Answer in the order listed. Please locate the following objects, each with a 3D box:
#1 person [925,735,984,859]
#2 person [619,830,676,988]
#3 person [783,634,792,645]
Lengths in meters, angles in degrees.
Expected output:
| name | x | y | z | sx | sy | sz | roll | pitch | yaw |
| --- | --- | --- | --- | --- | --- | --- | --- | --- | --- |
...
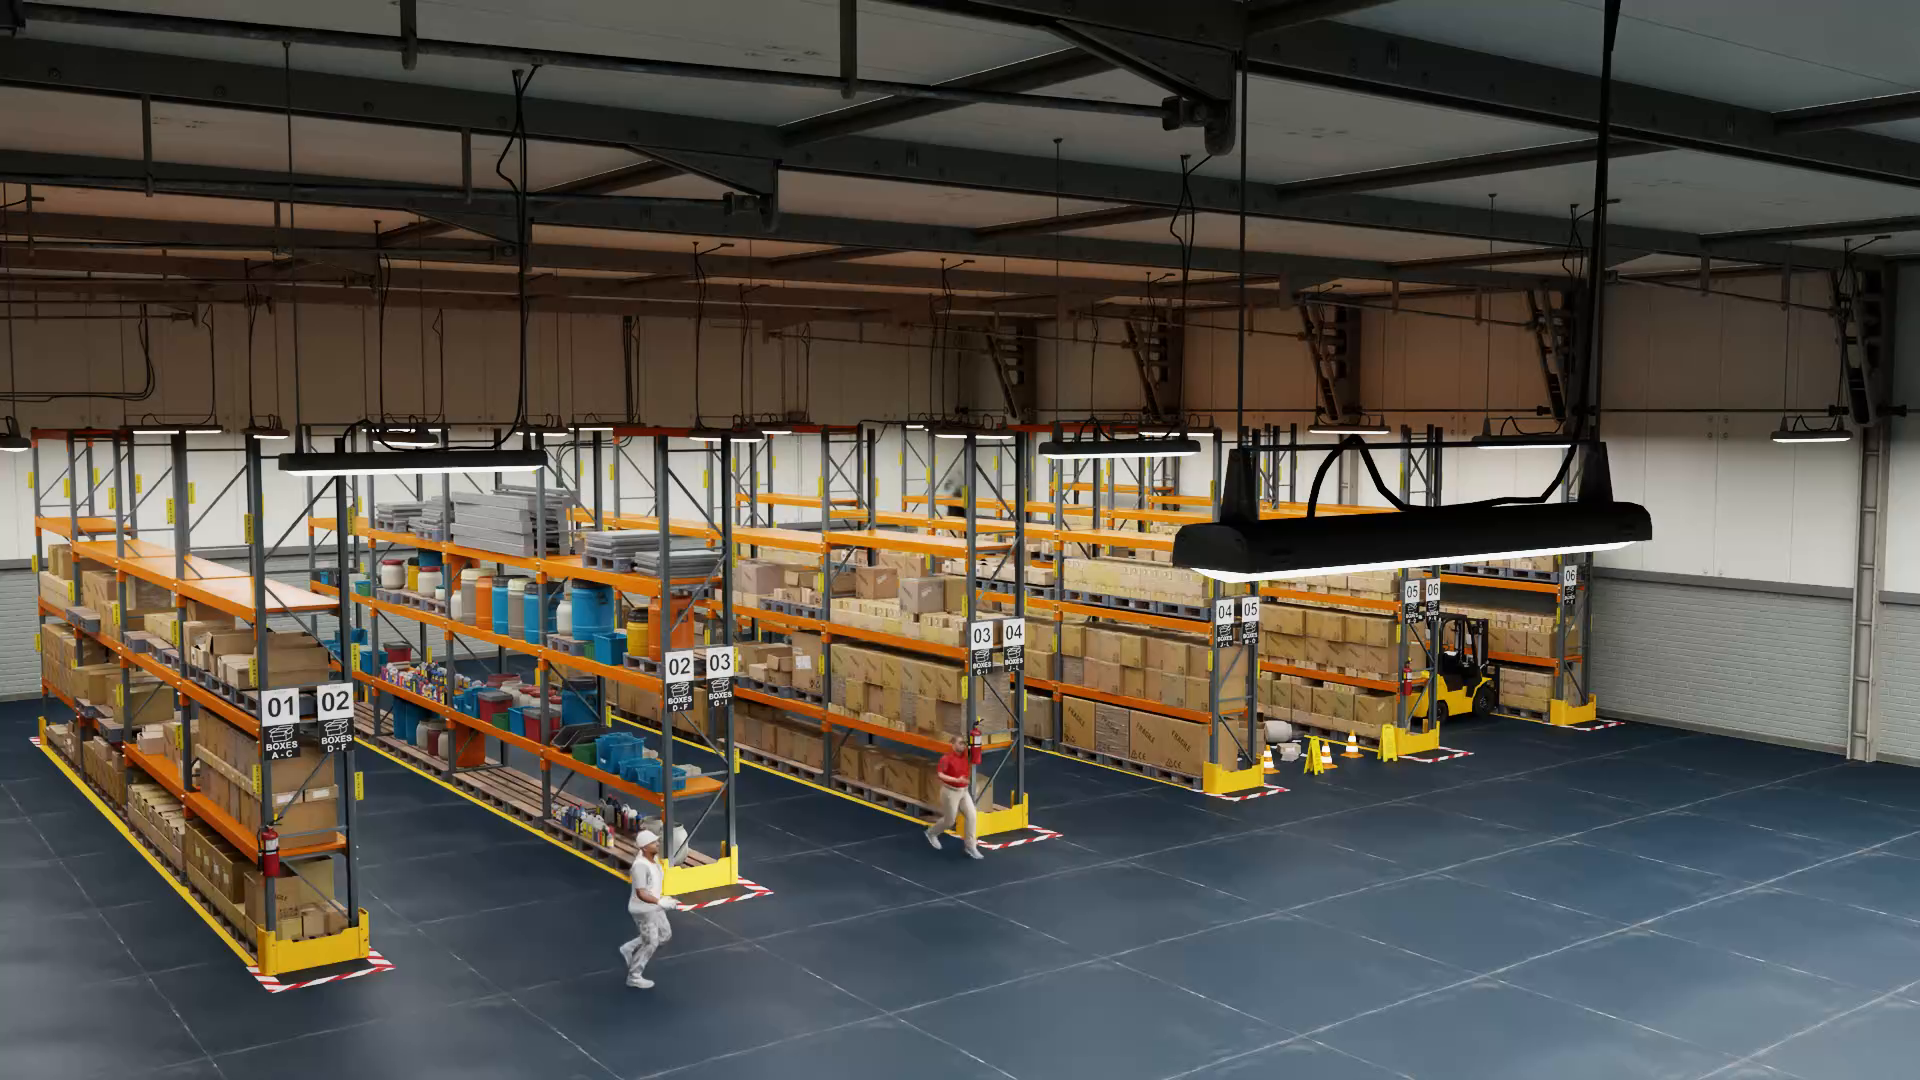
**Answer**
| name | x | y | z | sx | sy | sz | roll | pitch | yaw |
| --- | --- | --- | --- | --- | --- | --- | --- | --- | --- |
| person | -0.093 | 3.631 | 23.623 | 0.938 | 1.755 | 0.690 | 4 | 6 | 40 |
| person | -3.427 | 4.033 | 18.261 | 0.665 | 1.737 | 0.703 | 0 | 4 | 0 |
| person | -4.360 | 2.146 | 42.621 | 0.904 | 1.695 | 0.586 | -4 | 6 | -44 |
